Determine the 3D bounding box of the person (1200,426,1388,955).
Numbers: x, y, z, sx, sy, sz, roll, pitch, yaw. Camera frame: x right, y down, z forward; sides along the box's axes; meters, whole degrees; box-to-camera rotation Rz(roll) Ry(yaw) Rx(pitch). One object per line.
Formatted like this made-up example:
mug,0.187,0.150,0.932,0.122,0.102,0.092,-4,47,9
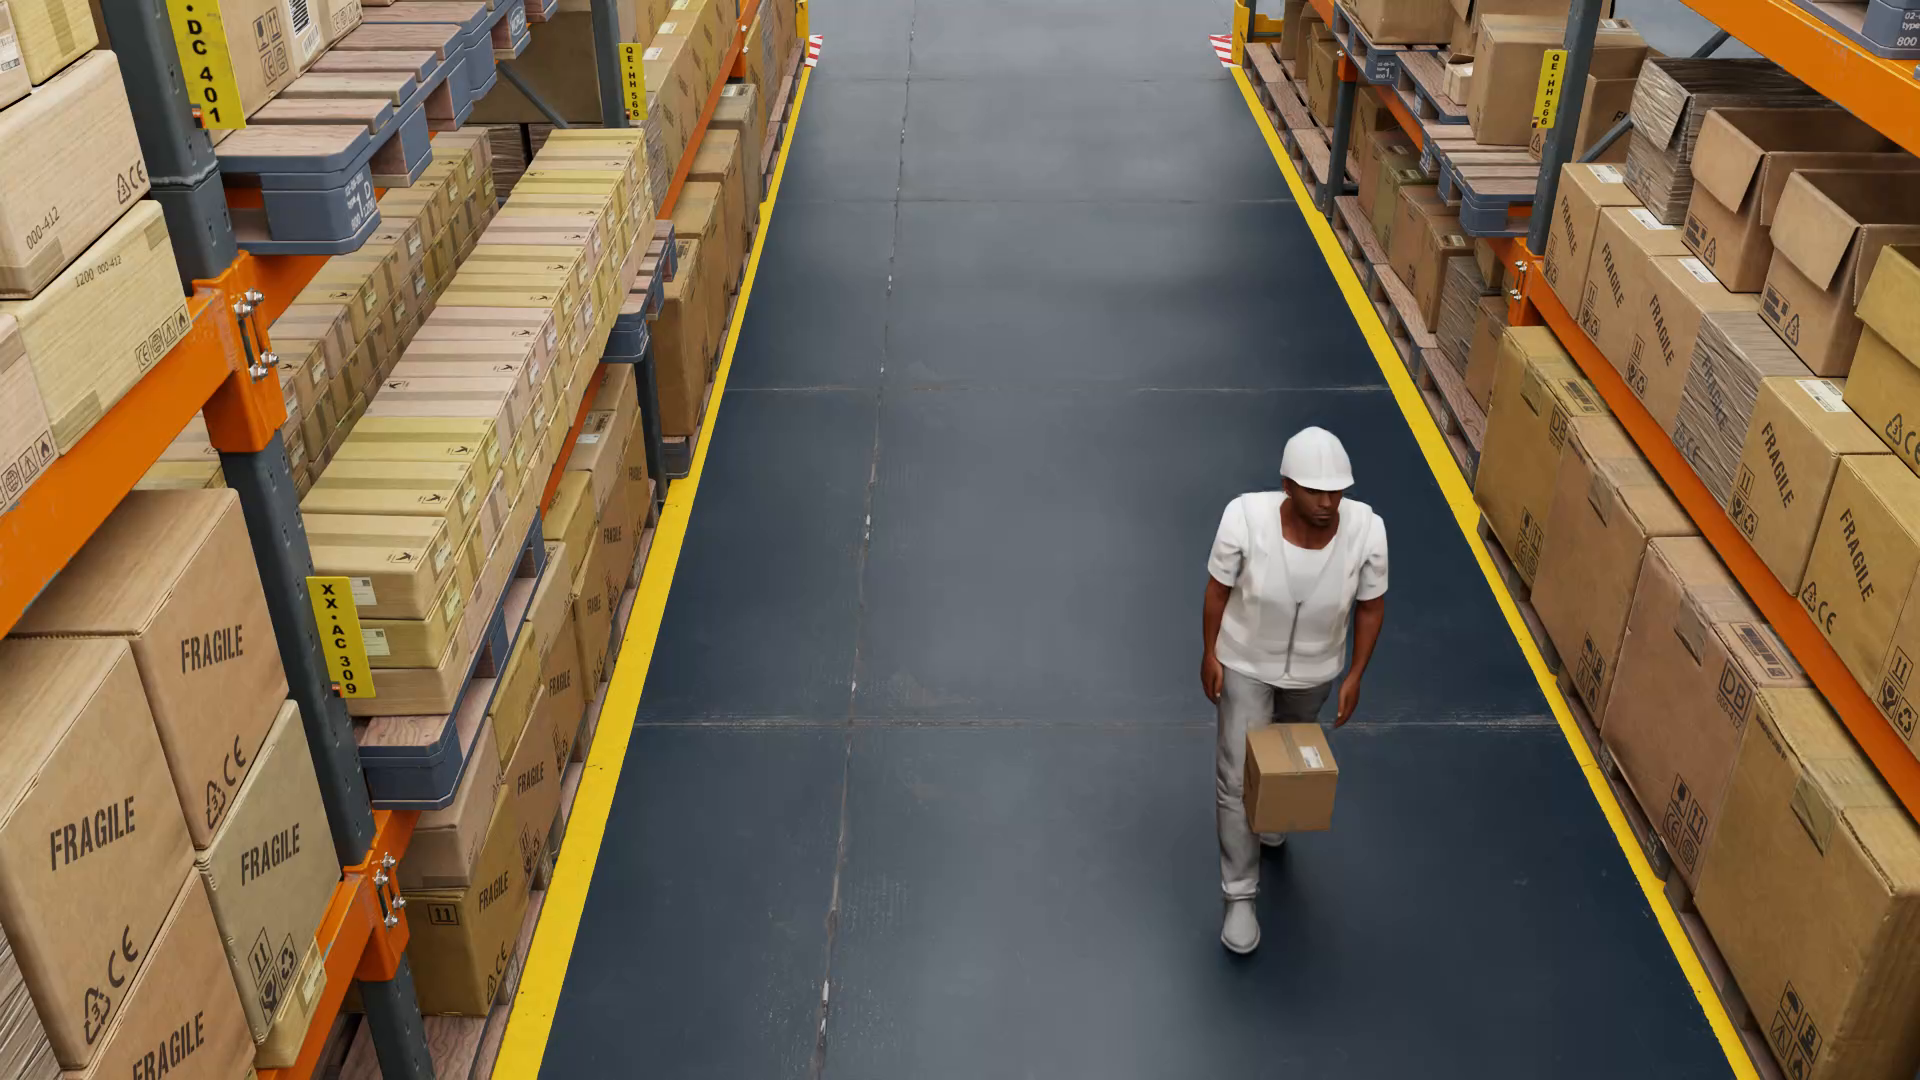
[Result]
person,1.078,0.440,5.377,0.572,1.731,0.896,0,31,-1
